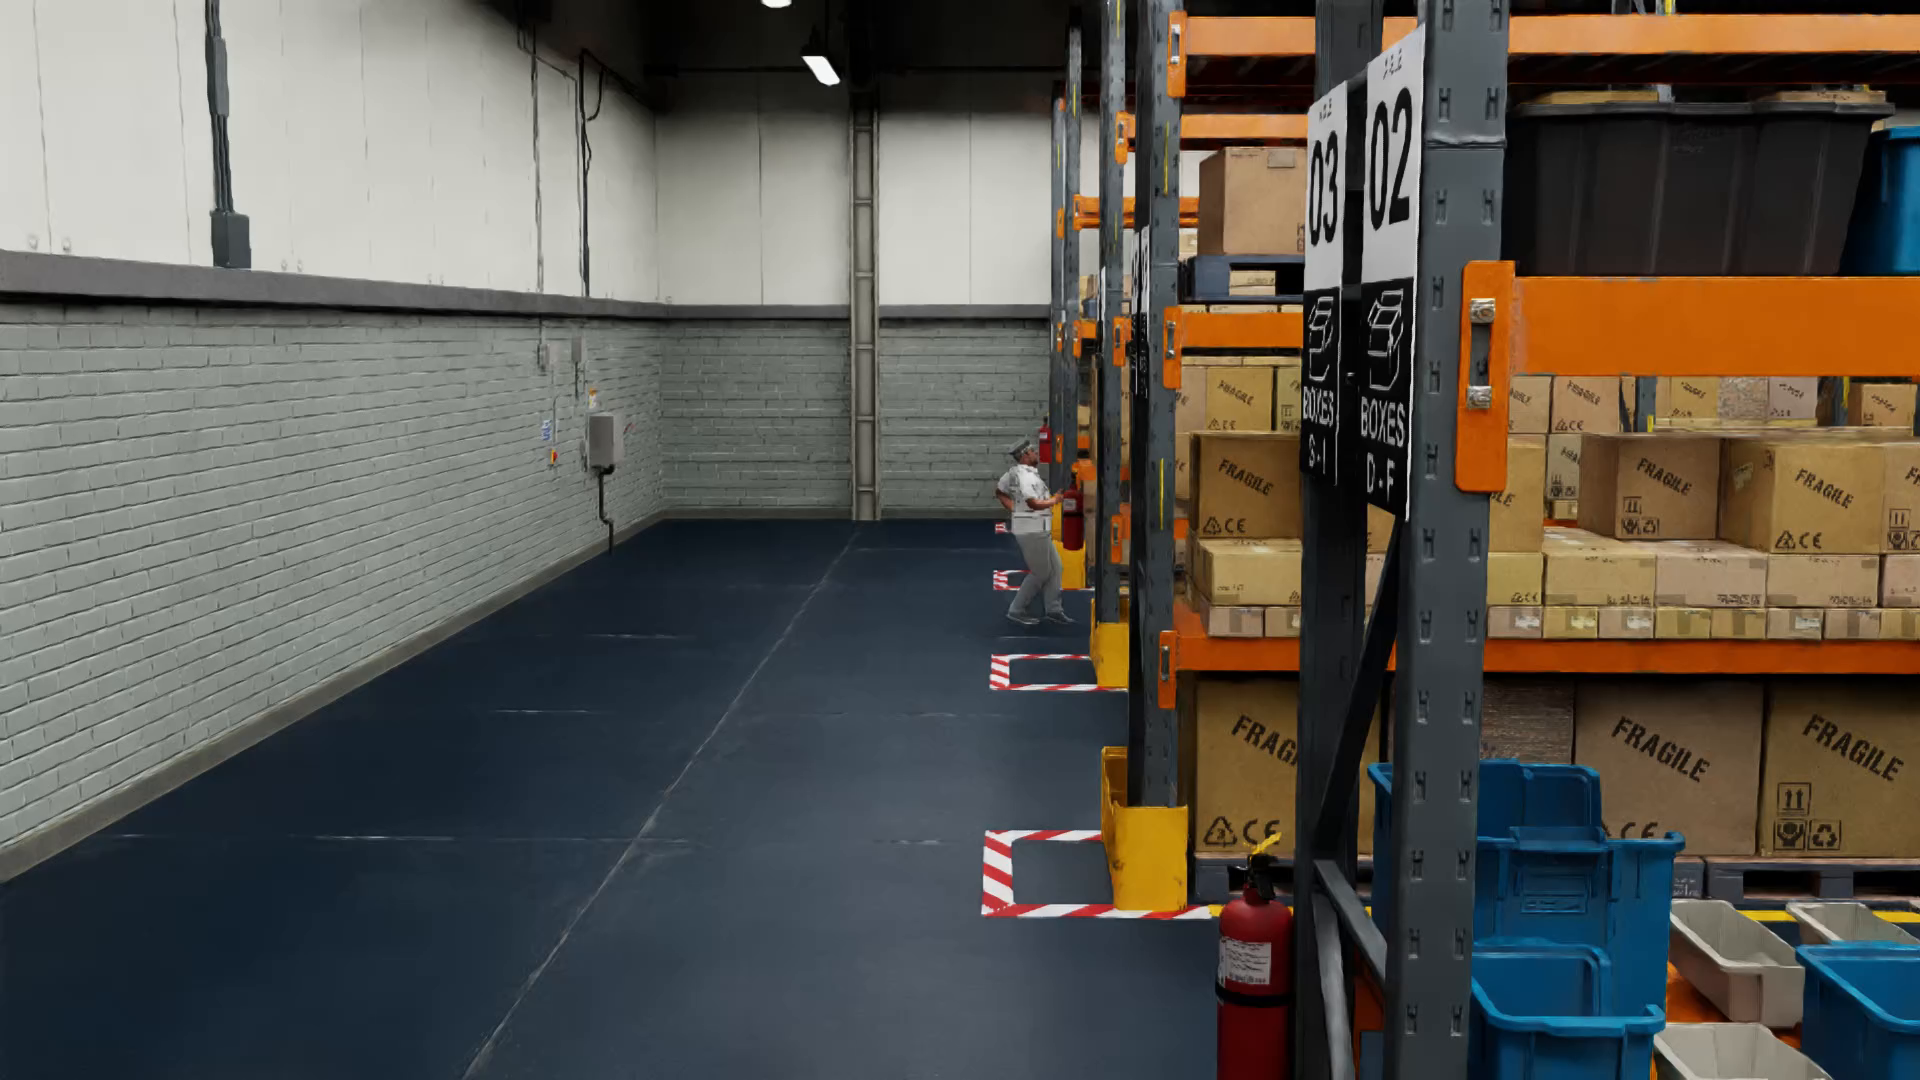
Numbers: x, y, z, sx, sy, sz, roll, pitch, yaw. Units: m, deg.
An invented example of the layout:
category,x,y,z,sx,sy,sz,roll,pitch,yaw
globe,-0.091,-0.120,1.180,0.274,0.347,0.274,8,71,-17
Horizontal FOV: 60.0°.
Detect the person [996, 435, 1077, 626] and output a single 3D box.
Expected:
category,x,y,z,sx,sy,sz,roll,pitch,yaw
person,0.721,-0.067,15.382,0.761,1.795,0.634,0,7,0
